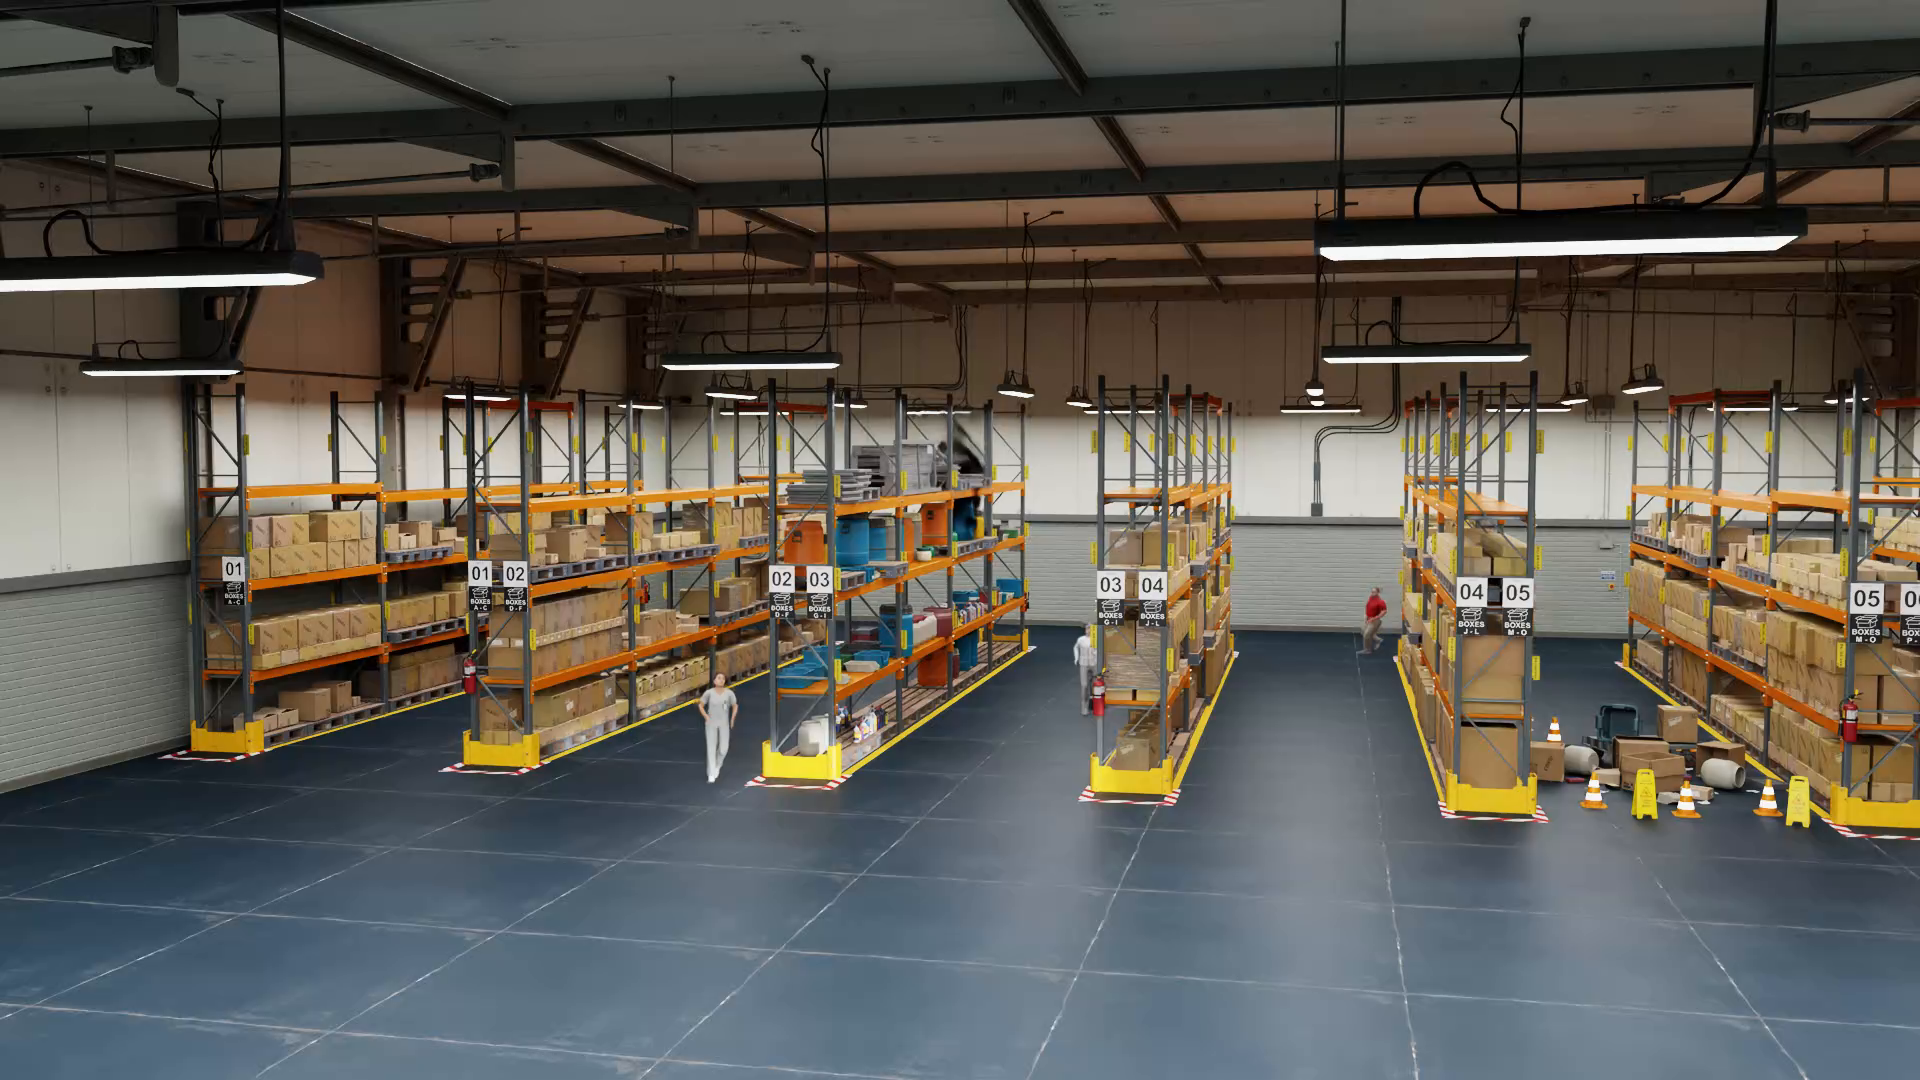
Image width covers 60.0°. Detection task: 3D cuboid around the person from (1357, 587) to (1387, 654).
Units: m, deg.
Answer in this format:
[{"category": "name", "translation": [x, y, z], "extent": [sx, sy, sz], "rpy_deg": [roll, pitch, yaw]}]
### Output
[{"category": "person", "translation": [9.929, 1.923, 39.642], "extent": [0.657, 1.634, 0.735], "rpy_deg": [-1, 3, -20]}]

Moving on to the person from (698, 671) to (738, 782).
[{"category": "person", "translation": [-3.580, 2.778, 24.679], "extent": [0.591, 1.645, 0.494], "rpy_deg": [-1, 3, -11]}]

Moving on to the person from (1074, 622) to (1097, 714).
[{"category": "person", "translation": [2.414, 2.358, 31.054], "extent": [0.611, 1.681, 0.921], "rpy_deg": [0, 3, 9]}]
